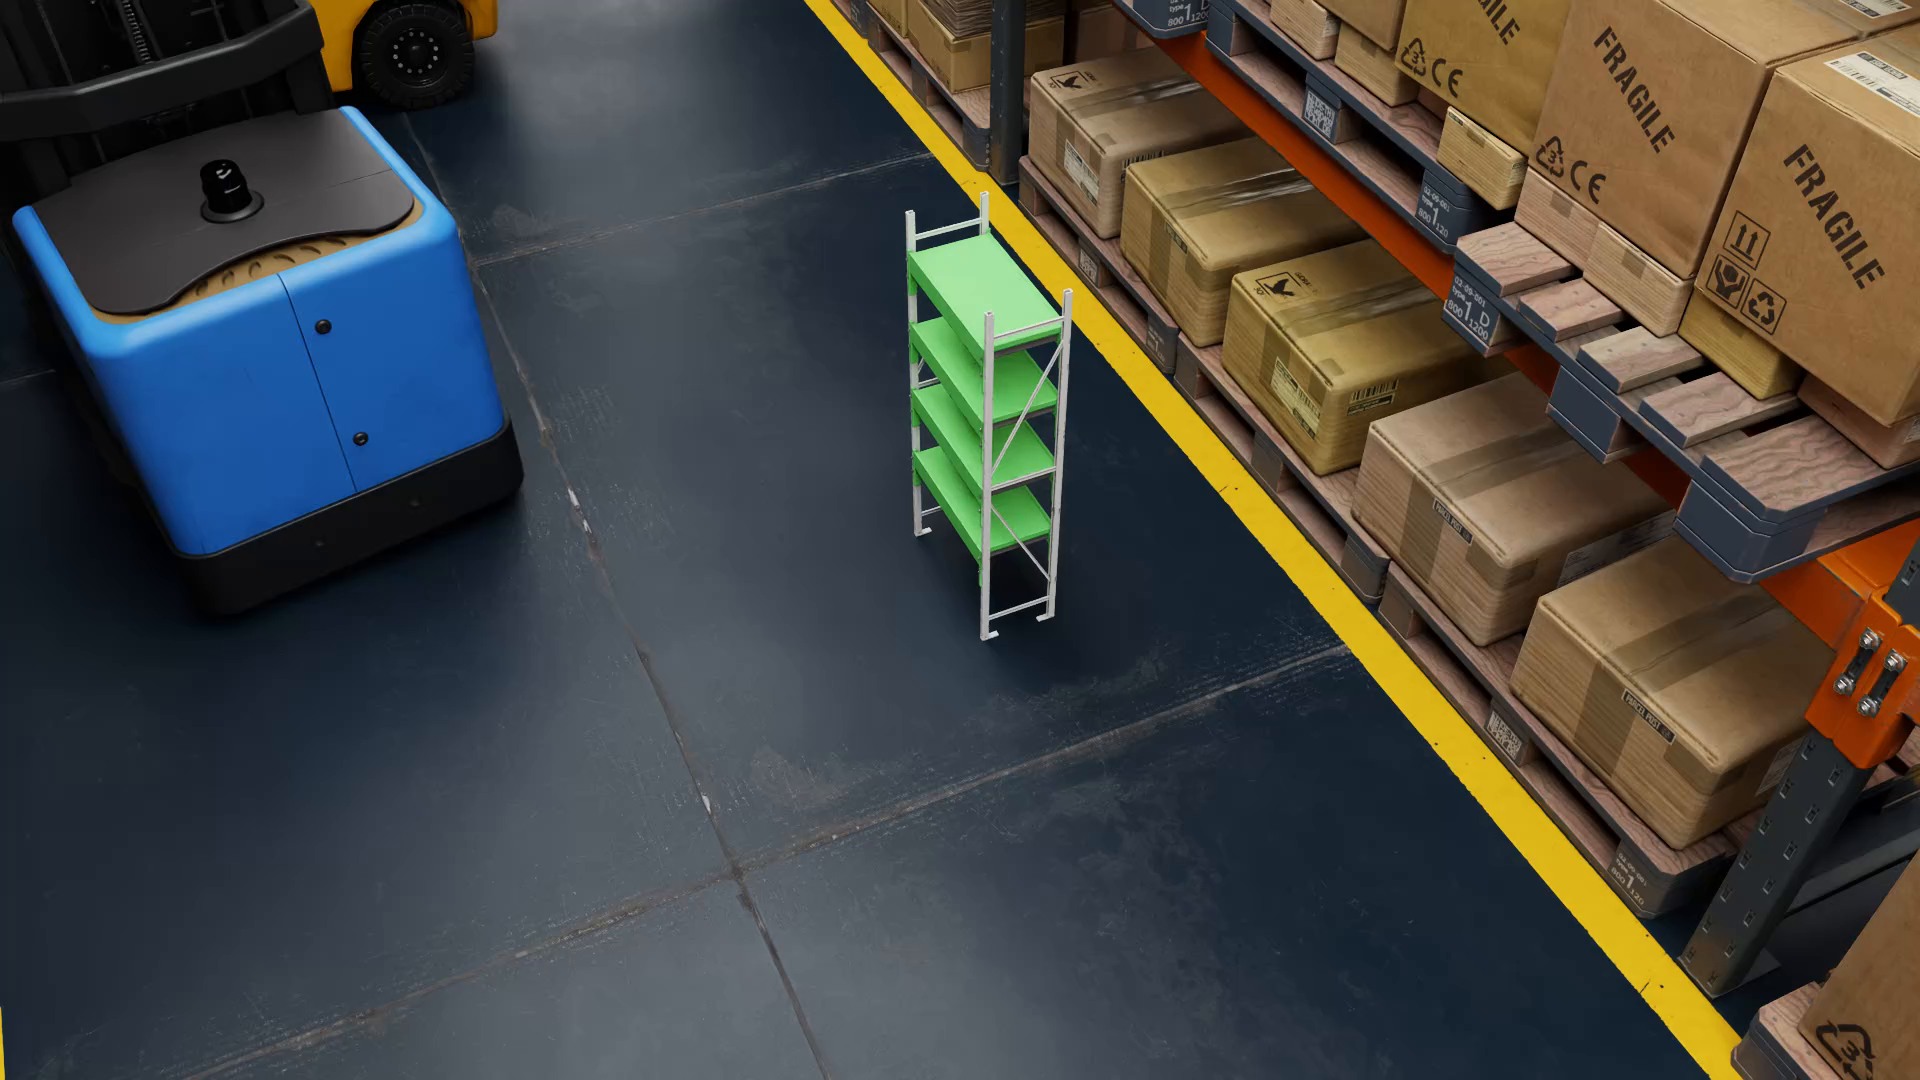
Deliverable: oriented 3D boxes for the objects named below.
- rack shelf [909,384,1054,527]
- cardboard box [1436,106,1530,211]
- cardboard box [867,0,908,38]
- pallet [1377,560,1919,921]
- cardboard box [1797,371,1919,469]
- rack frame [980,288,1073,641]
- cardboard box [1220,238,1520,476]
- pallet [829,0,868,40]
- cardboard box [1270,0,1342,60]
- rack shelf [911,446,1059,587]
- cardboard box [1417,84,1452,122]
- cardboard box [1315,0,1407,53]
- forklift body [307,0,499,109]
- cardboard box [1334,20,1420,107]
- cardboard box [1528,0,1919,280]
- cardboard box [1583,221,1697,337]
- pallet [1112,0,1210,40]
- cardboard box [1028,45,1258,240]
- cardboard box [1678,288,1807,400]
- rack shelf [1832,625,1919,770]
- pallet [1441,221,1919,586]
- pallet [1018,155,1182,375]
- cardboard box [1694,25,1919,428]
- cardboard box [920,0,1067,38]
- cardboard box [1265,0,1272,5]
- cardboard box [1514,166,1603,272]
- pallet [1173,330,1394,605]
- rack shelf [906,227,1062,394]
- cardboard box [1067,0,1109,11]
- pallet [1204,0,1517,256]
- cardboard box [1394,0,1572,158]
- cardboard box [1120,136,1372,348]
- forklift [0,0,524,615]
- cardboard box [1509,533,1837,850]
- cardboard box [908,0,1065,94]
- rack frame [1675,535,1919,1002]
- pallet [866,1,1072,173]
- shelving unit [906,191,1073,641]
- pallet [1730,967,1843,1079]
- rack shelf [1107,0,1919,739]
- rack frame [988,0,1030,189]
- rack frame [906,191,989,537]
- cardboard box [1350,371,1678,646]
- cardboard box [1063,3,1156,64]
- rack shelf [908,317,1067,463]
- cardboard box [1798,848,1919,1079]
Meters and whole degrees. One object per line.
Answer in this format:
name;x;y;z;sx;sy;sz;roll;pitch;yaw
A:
rack shelf;0.070;-0.276;4.767;0.258;0.148;0.480;-18;47;-17
cardboard box;1.374;-0.948;3.955;0.380;0.149;0.250;-17;47;-17
cardboard box;-0.130;-2.471;7.277;0.500;0.250;0.500;-19;48;-18
pallet;1.950;0.377;4.718;1.003;0.211;1.213;-18;47;-17
cardboard box;1.926;-0.317;3.315;0.380;0.149;0.250;-16;47;-16
rack frame;0.172;-0.166;4.564;0.240;1.200;0.015;-18;47;-17
cardboard box;1.417;-0.647;5.342;0.950;0.372;0.625;-17;47;-16
pallet;-0.236;-2.870;8.008;1.003;0.211;1.213;-18;47;-17
cardboard box;1.064;-1.442;4.456;0.380;0.149;0.250;-16;47;-16
rack shelf;0.070;-0.105;4.935;0.258;0.148;0.480;-18;47;-17
cardboard box;1.383;-1.145;4.155;0.380;0.149;0.250;-18;47;-17
cardboard box;1.165;-1.612;4.166;0.500;0.500;0.500;-20;48;-19
forklift body;-3.136;-2.775;6.531;2.313;2.155;1.214;-18;47;-17
cardboard box;1.202;-1.281;4.292;0.380;0.149;0.250;-19;48;-19
cardboard box;1.606;-0.942;3.487;0.500;0.500;0.500;-19;48;-18
cardboard box;1.601;-0.614;3.616;0.380;0.149;0.250;-18;48;-18
pallet;0.785;-2.068;5.347;1.003;0.211;1.213;-18;47;-17
cardboard box;0.818;-1.547;6.254;0.950;0.372;0.625;-17;47;-17
cardboard box;1.747;-0.466;3.467;0.380;0.149;0.250;-17;47;-17
rack shelf;3.118;1.413;2.194;1.077;0.370;4.000;-18;47;-17
pallet;1.881;-0.472;3.729;1.213;0.211;1.003;-18;47;-17
pallet;0.924;-1.178;6.294;1.003;0.211;1.213;-18;47;-17
cardboard box;1.834;-0.616;3.157;0.500;0.500;0.500;-19;48;-19
cardboard box;0.103;-2.402;6.673;0.500;0.500;0.500;-19;48;-18
cardboard box;0.999;-1.627;4.643;0.380;0.149;0.250;-18;47;-17
cardboard box;1.502;-0.776;3.781;0.380;0.149;0.250;-20;48;-19
pallet;1.441;-0.399;5.505;1.003;0.211;1.213;-18;47;-17
rack shelf;0.070;-0.618;4.429;0.258;0.148;0.480;-18;47;-17
cardboard box;0.592;-2.560;6.833;0.500;0.500;0.500;-16;47;-16
pallet;1.408;-1.298;4.567;1.003;0.211;1.213;-18;47;-17
cardboard box;1.393;-1.263;3.813;0.500;0.500;0.500;-21;48;-20
cardboard box;1.123;-1.090;5.791;0.950;0.372;0.625;-15;47;-15
forklift;-2.673;-1.816;5.003;1.130;2.935;3.031;-27;51;-25
cardboard box;2.049;0.306;4.377;0.950;0.372;0.625;-21;48;-20
cardboard box;0.103;-2.134;6.936;0.500;0.250;0.500;-16;47;-16
rack frame;2.277;-0.117;3.233;1.000;3.000;0.127;-18;47;-17
pallet;0.281;-2.091;7.219;1.003;0.211;1.213;-18;47;-17
shelving unit;0.070;-0.322;4.722;0.258;1.200;0.503;-18;47;-17
pallet;2.540;1.400;3.681;1.003;0.211;1.213;-18;47;-17
rack shelf;1.436;-1.136;4.778;1.077;0.370;4.000;-18;47;-17
rack frame;0.595;-2.666;5.817;1.000;3.000;0.127;-18;47;-17
rack frame;-0.033;-0.477;4.879;0.240;1.200;0.015;-18;47;-17
cardboard box;1.731;-0.162;4.851;0.950;0.372;0.625;-19;48;-18
cardboard box;0.592;-2.293;7.097;0.500;0.250;0.500;-20;48;-19
rack shelf;0.070;-0.447;4.598;0.258;0.148;0.480;-18;47;-17
cardboard box;2.492;0.954;3.361;0.875;0.875;0.875;-18;48;-18
